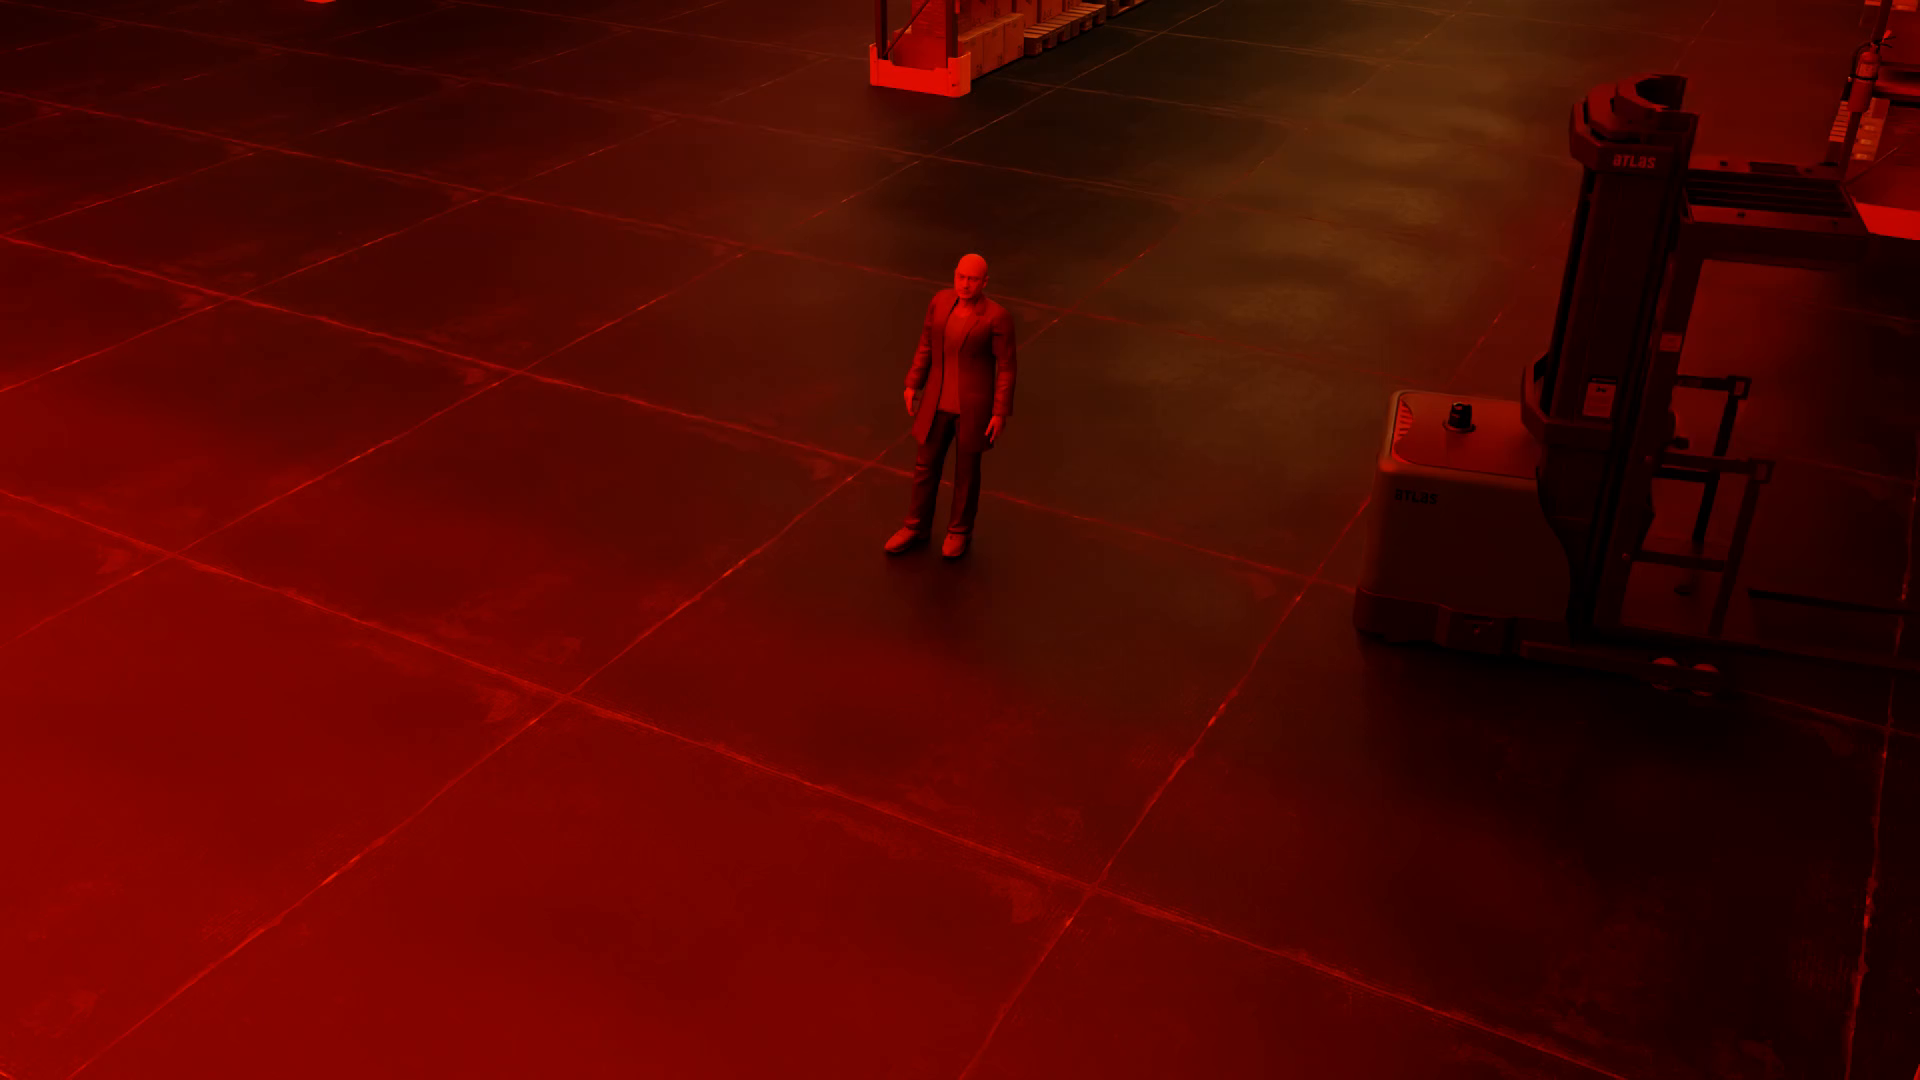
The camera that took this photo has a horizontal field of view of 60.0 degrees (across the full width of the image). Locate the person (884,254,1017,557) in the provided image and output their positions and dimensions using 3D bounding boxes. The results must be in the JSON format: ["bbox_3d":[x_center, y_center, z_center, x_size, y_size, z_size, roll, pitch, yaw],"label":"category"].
[{"bbox_3d":[-0.048,-0.737,9.487,0.698,1.777,0.579,15,33,25],"label":"person"}]

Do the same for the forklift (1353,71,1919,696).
[{"bbox_3d":[3.722,-0.758,8.384,3.031,2.935,1.130,8,31,14],"label":"forklift"}]
